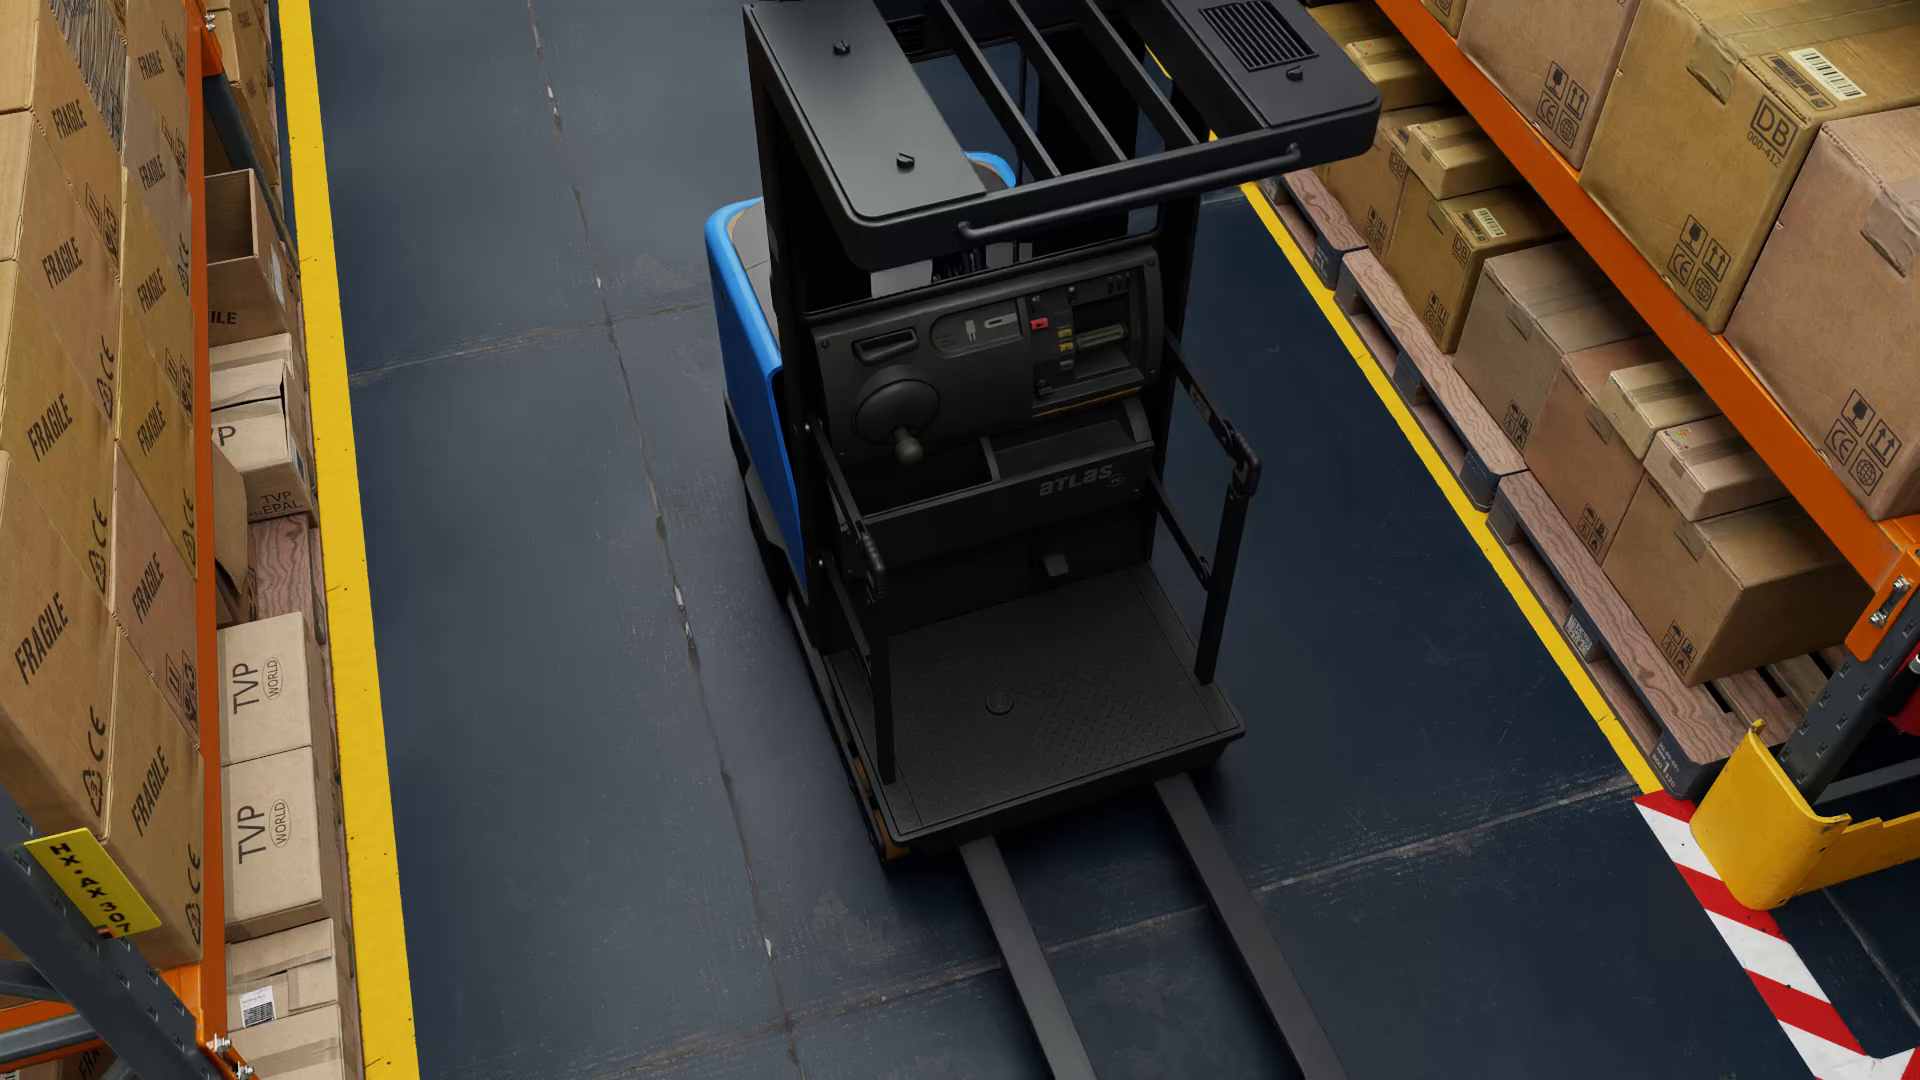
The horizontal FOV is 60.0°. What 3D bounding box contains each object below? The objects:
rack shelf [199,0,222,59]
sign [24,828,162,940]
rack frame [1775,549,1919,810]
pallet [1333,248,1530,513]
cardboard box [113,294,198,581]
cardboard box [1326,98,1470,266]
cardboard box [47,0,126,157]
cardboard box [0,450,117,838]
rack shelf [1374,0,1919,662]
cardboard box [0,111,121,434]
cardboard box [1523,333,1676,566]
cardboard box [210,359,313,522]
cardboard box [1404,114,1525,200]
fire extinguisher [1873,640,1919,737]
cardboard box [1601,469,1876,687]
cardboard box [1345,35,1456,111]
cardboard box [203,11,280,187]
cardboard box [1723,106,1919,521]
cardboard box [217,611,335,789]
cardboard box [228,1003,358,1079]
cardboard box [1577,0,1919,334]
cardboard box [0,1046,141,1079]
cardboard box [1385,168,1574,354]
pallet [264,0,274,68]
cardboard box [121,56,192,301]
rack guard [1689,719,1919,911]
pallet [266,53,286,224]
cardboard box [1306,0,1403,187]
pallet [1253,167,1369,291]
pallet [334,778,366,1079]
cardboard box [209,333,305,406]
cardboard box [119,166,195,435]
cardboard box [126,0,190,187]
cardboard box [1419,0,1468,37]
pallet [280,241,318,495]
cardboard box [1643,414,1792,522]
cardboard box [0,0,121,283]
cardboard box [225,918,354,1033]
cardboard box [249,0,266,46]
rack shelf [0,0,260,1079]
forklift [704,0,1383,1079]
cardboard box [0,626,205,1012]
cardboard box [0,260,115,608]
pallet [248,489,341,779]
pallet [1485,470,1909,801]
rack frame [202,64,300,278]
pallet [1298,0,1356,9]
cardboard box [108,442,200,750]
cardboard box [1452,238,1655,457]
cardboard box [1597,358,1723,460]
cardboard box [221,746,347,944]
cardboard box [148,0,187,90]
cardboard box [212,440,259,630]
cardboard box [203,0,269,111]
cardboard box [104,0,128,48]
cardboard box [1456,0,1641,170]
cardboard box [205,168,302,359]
[{"bbox_3d":[-3.719,-3.177,6.937,1.077,0.370,4.000,-13,51,-11],"label":"rack shelf"},{"bbox_3d":[-1.427,0.571,2.740,0.100,0.325,0.005,-13,51,-11],"label":"sign"},{"bbox_3d":[2.786,-0.150,3.914,1.000,3.000,0.127,-13,51,-11],"label":"rack frame"},{"bbox_3d":[2.118,-0.706,6.208,1.003,0.211,1.213,-13,51,-11],"label":"pallet"},{"bbox_3d":[-2.128,-0.186,3.879,0.500,0.500,0.500,-13,51,-11],"label":"cardboard box"},{"bbox_3d":[1.872,-1.464,6.382,0.700,0.500,0.500,-14,51,-11],"label":"cardboard box"},{"bbox_3d":[-2.428,-1.250,4.123,0.500,0.500,0.500,-13,51,-11],"label":"cardboard box"},{"bbox_3d":[-1.824,0.235,2.871,0.500,0.500,0.500,-12,51,-10],"label":"cardboard box"},{"bbox_3d":[2.195,-1.378,5.421,1.077,0.370,4.000,-13,51,-11],"label":"rack shelf"},{"bbox_3d":[-2.129,-0.512,3.500,0.500,0.500,0.500,-13,51,-10],"label":"cardboard box"},{"bbox_3d":[2.335,-0.333,5.429,0.700,0.500,0.500,-13,51,-11],"label":"cardboard box"},{"bbox_3d":[-2.467,-0.324,5.532,0.500,0.311,0.500,-13,51,-11],"label":"cardboard box"},{"bbox_3d":[1.808,-1.368,5.877,0.380,0.149,0.250,-15,51,-12],"label":"cardboard box"},{"bbox_3d":[2.390,0.210,3.905,0.296,0.674,0.183,-13,51,-11],"label":"fire extinguisher"},{"bbox_3d":[2.483,0.032,5.121,0.700,0.500,0.500,-13,51,-11],"label":"cardboard box"},{"bbox_3d":[1.653,-1.749,6.199,0.380,0.149,0.250,-12,51,-10],"label":"cardboard box"},{"bbox_3d":[-3.038,-1.693,6.562,0.500,0.500,0.500,-15,52,-13],"label":"cardboard box"},{"bbox_3d":[2.626,-0.616,4.112,0.980,0.700,0.700,-11,51,-9],"label":"cardboard box"},{"bbox_3d":[-2.131,0.526,4.855,0.500,0.250,0.500,-13,51,-11],"label":"cardboard box"},{"bbox_3d":[-1.741,1.367,4.213,0.380,0.149,0.250,-13,51,-11],"label":"cardboard box"},{"bbox_3d":[2.400,-1.145,4.557,0.980,0.700,0.700,-14,51,-11],"label":"cardboard box"},{"bbox_3d":[-2.341,1.296,4.043,0.500,0.500,0.500,-13,51,-11],"label":"cardboard box"},{"bbox_3d":[2.021,-1.088,6.066,0.700,0.500,0.500,-12,51,-10],"label":"cardboard box"},{"bbox_3d":[-3.769,-2.528,7.743,1.003,0.211,1.213,-13,51,-11],"label":"pallet"},{"bbox_3d":[-2.427,-0.922,4.500,0.500,0.500,0.500,-12,51,-10],"label":"cardboard box"},{"bbox_3d":[2.793,0.674,4.855,1.175,0.500,0.348,-13,51,-11],"label":"rack guard"},{"bbox_3d":[-3.405,-1.635,6.990,1.003,0.211,1.213,-13,51,-11],"label":"pallet"},{"bbox_3d":[1.726,-1.831,6.692,0.700,0.500,0.500,-13,51,-11],"label":"cardboard box"},{"bbox_3d":[1.753,-1.599,6.960,1.003,0.211,1.213,-13,51,-11],"label":"pallet"},{"bbox_3d":[-2.204,1.235,4.571,1.003,0.211,1.213,-13,51,-11],"label":"pallet"},{"bbox_3d":[-2.520,-0.559,5.836,0.380,0.149,0.250,-13,51,-11],"label":"cardboard box"},{"bbox_3d":[-2.274,-0.551,4.187,0.500,0.500,0.500,-13,51,-10],"label":"cardboard box"},{"bbox_3d":[-2.581,-1.297,4.816,0.500,0.500,0.500,-12,51,-10],"label":"cardboard box"},{"bbox_3d":[1.959,-2.233,5.475,0.980,0.700,0.700,-14,51,-12],"label":"cardboard box"},{"bbox_3d":[-2.926,-0.548,6.074,1.003,0.211,1.213,-13,51,-11],"label":"pallet"},{"bbox_3d":[2.271,-0.229,4.918,0.380,0.149,0.250,-14,51,-11],"label":"cardboard box"},{"bbox_3d":[-2.280,-0.882,3.813,0.500,0.500,0.500,-14,51,-11],"label":"cardboard box"},{"bbox_3d":[-1.814,1.179,4.360,0.380,0.166,0.250,-13,51,-11],"label":"cardboard box"},{"bbox_3d":[-3.347,-2.446,7.198,0.500,0.500,0.500,-13,51,-11],"label":"cardboard box"},{"bbox_3d":[-2.536,-0.256,4.474,1.077,0.370,4.000,-13,51,-11],"label":"rack shelf"},{"bbox_3d":[0.164,-0.363,4.139,1.130,2.935,3.031,-16,52,-13],"label":"forklift"},{"bbox_3d":[-1.824,0.557,3.253,0.500,0.500,0.500,-12,51,-10],"label":"cardboard box"},{"bbox_3d":[-1.986,-0.145,3.191,0.500,0.500,0.500,-13,51,-11],"label":"cardboard box"},{"bbox_3d":[-2.561,0.345,5.321,1.003,0.211,1.213,-13,51,-11],"label":"pallet"},{"bbox_3d":[2.475,0.183,5.458,1.003,0.211,1.213,-13,51,-11],"label":"pallet"},{"bbox_3d":[-3.128,-1.948,5.431,1.000,3.000,0.127,-13,51,-11],"label":"rack frame"},{"bbox_3d":[1.303,-2.719,7.904,1.003,0.211,1.213,-13,51,-11],"label":"pallet"},{"bbox_3d":[-1.982,0.182,3.570,0.500,0.500,0.500,-14,51,-11],"label":"cardboard box"},{"bbox_3d":[2.186,-0.700,5.739,0.700,0.500,0.500,-15,51,-12],"label":"cardboard box"},{"bbox_3d":[2.195,-0.416,5.075,0.380,0.149,0.250,-12,51,-10],"label":"cardboard box"},{"bbox_3d":[-1.983,0.891,4.547,0.500,0.250,0.500,-13,51,-11],"label":"cardboard box"},{"bbox_3d":[-2.735,-1.673,5.133,0.500,0.500,0.500,-13,51,-10],"label":"cardboard box"},{"bbox_3d":[-2.567,0.086,5.061,0.797,0.503,0.637,-13,51,-11],"label":"cardboard box"},{"bbox_3d":[-3.207,-2.080,6.889,0.500,0.500,0.500,-13,51,-10],"label":"cardboard box"},{"bbox_3d":[-2.577,-1.618,4.433,0.500,0.500,0.500,-14,51,-12],"label":"cardboard box"},{"bbox_3d":[2.183,-1.704,5.029,0.980,0.700,0.700,-16,52,-13],"label":"cardboard box"},{"bbox_3d":[-2.688,-0.932,5.921,0.500,0.500,0.500,-13,51,-11],"label":"cardboard box"}]
